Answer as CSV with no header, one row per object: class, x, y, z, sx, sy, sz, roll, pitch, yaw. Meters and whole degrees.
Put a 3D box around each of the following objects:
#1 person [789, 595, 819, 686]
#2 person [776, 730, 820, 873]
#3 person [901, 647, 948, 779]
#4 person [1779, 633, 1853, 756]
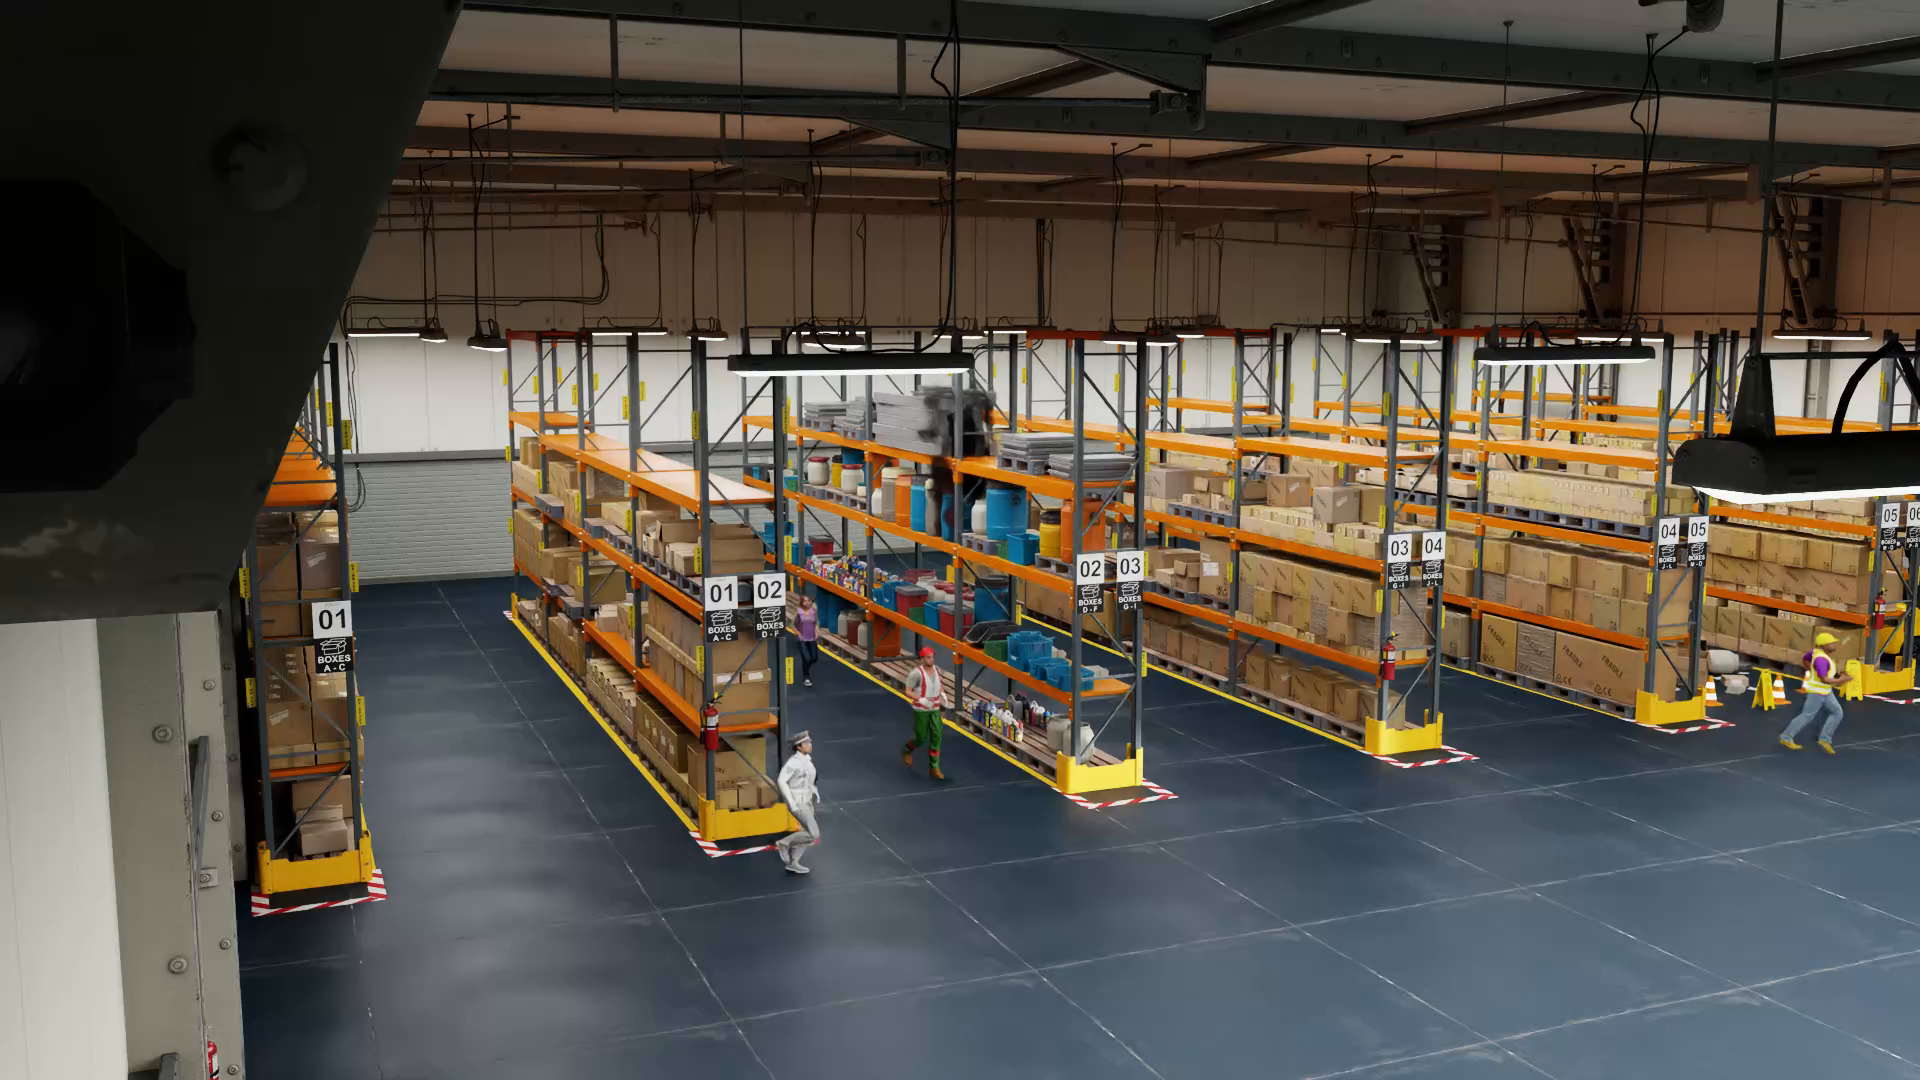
person,-2.646,1.704,28.436,0.534,1.547,0.565,-3,8,-22
person,-1.821,2.969,18.883,0.511,1.652,0.636,2,8,13
person,-0.477,2.342,22.923,0.686,1.792,0.839,-6,10,-36
person,12.351,2.214,23.944,0.889,1.800,0.709,5,9,32
